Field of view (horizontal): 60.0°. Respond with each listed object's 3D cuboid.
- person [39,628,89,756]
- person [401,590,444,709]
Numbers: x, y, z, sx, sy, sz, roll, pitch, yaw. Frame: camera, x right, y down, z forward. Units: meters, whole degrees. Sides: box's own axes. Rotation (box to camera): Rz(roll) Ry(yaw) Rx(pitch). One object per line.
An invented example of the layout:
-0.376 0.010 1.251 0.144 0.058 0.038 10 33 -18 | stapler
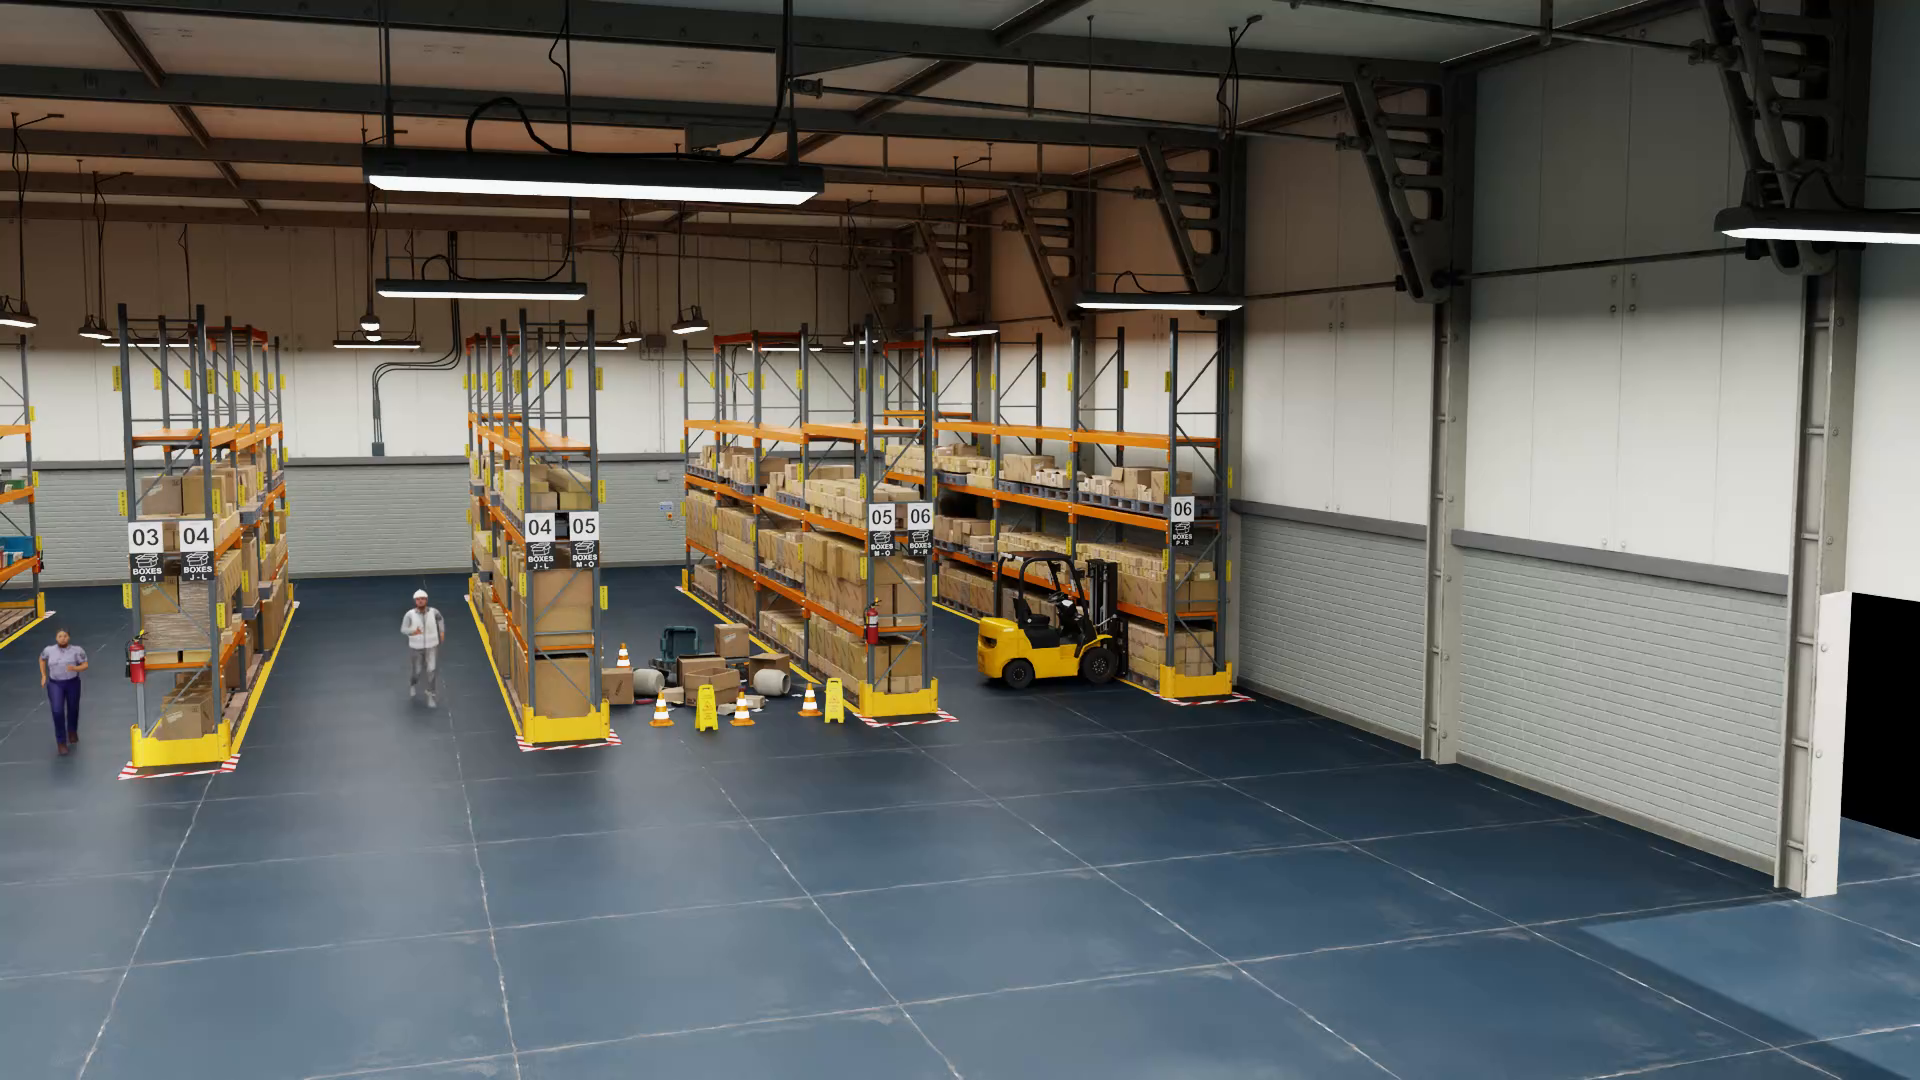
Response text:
-12.187 2.028 22.655 0.580 1.694 0.855 -3 6 -31 | person
-8.356 1.666 25.881 0.665 1.806 0.954 -2 6 -23 | person
